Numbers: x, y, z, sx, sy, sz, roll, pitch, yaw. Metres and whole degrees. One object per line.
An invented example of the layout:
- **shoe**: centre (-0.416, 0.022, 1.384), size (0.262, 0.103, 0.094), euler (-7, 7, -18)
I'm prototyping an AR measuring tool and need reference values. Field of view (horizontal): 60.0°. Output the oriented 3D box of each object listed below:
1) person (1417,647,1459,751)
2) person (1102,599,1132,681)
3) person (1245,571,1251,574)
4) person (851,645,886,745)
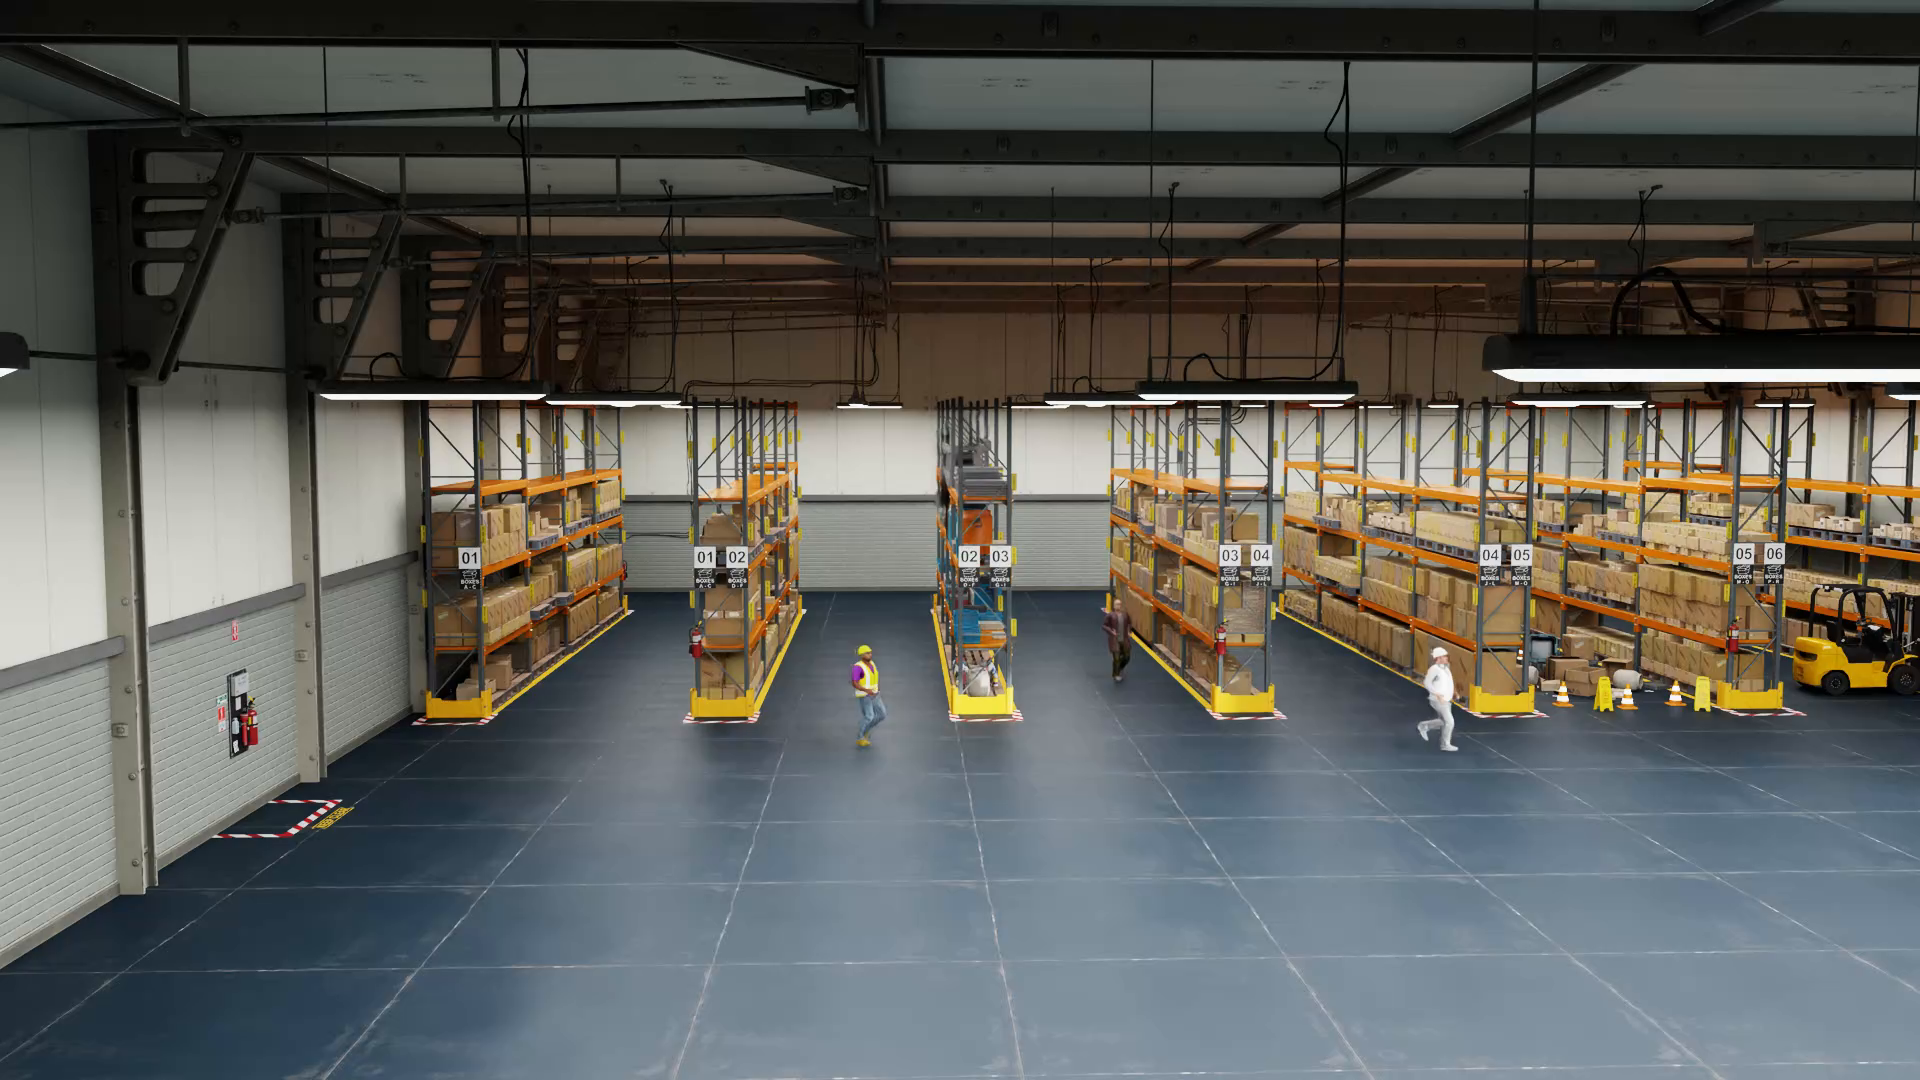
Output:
- **person**: centre (8.081, 2.680, 28.139), size (0.771, 1.737, 0.695), euler (4, 6, 39)
- **person**: centre (3.374, 2.134, 35.249), size (0.703, 1.718, 0.651), euler (-1, 5, -15)
- **person**: centre (7.932, 1.263, 47.489), size (0.790, 1.640, 0.634), euler (1, 5, 15)
- **person**: centre (-1.555, 2.658, 28.500), size (0.539, 1.721, 0.712), euler (3, 5, 31)
